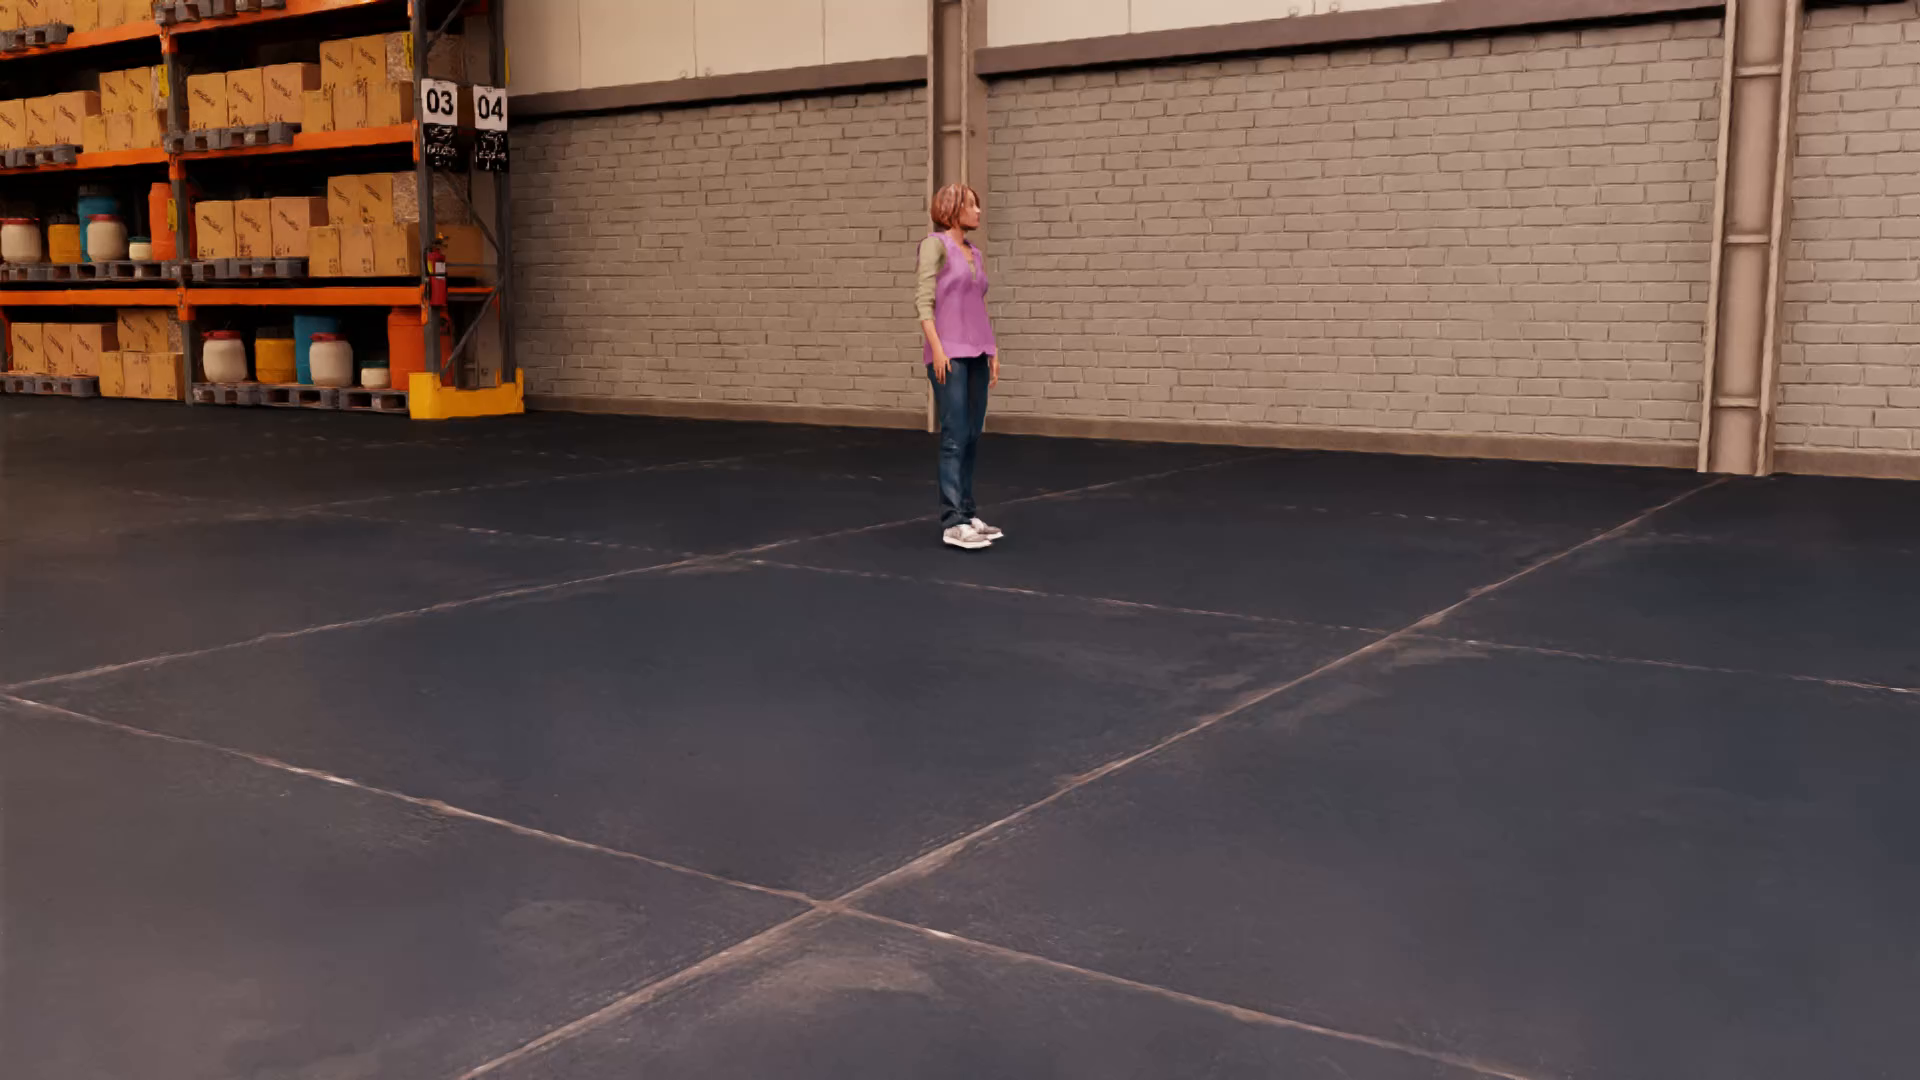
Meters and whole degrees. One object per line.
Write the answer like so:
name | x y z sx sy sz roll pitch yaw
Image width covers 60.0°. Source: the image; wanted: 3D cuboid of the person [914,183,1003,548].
person | 0.054 -0.790 7.438 0.474 1.597 0.520 5 10 34
